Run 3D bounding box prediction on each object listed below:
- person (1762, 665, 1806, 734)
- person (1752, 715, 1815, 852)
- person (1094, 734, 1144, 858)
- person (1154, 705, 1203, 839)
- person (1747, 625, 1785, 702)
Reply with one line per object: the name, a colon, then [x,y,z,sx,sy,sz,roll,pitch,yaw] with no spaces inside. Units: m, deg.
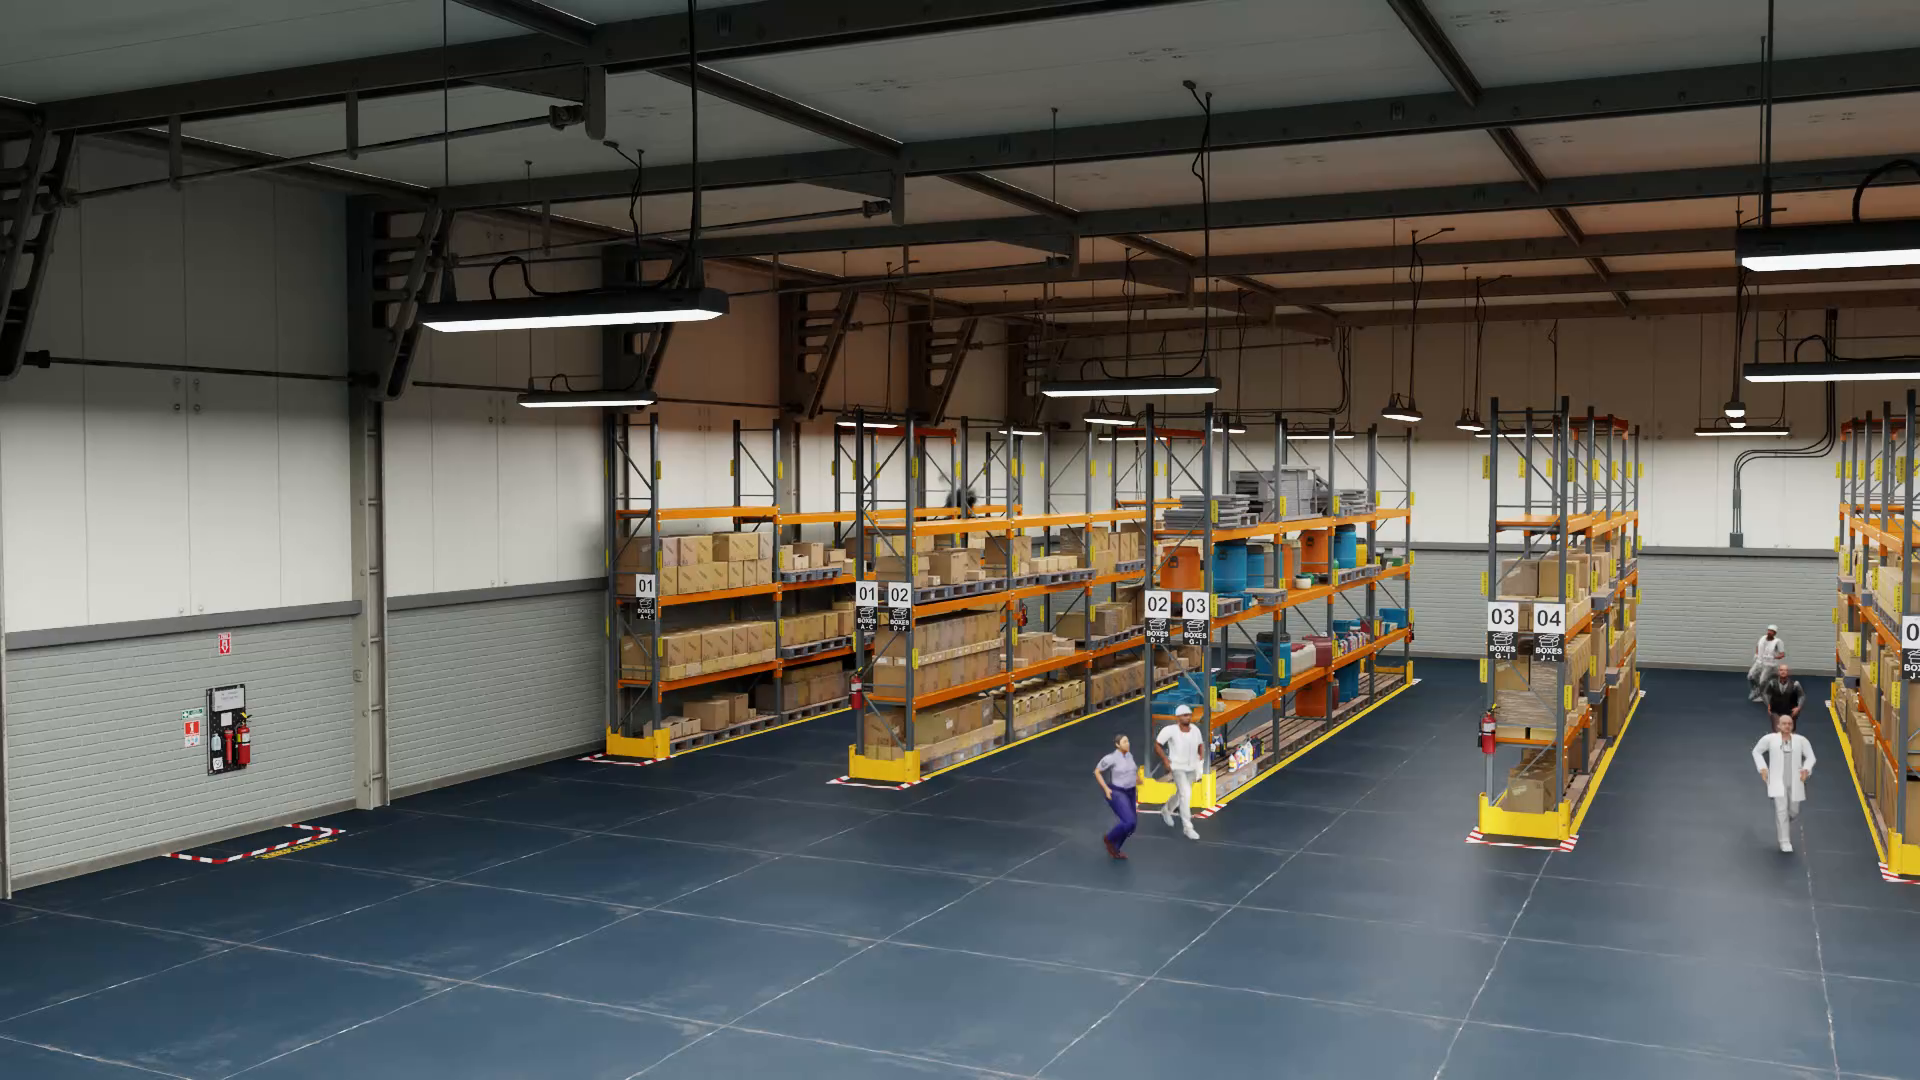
person: [14.062,2.969,28.387,0.681,1.690,0.733,1,3,28]
person: [10.915,3.190,22.034,0.742,1.751,0.934,1,2,15]
person: [2.107,3.294,21.321,0.575,1.609,0.592,2,3,44]
person: [3.037,3.129,22.784,0.694,1.764,0.920,-1,3,-30]
person: [17.207,2.654,35.544,0.552,1.700,0.757,-1,3,-31]
